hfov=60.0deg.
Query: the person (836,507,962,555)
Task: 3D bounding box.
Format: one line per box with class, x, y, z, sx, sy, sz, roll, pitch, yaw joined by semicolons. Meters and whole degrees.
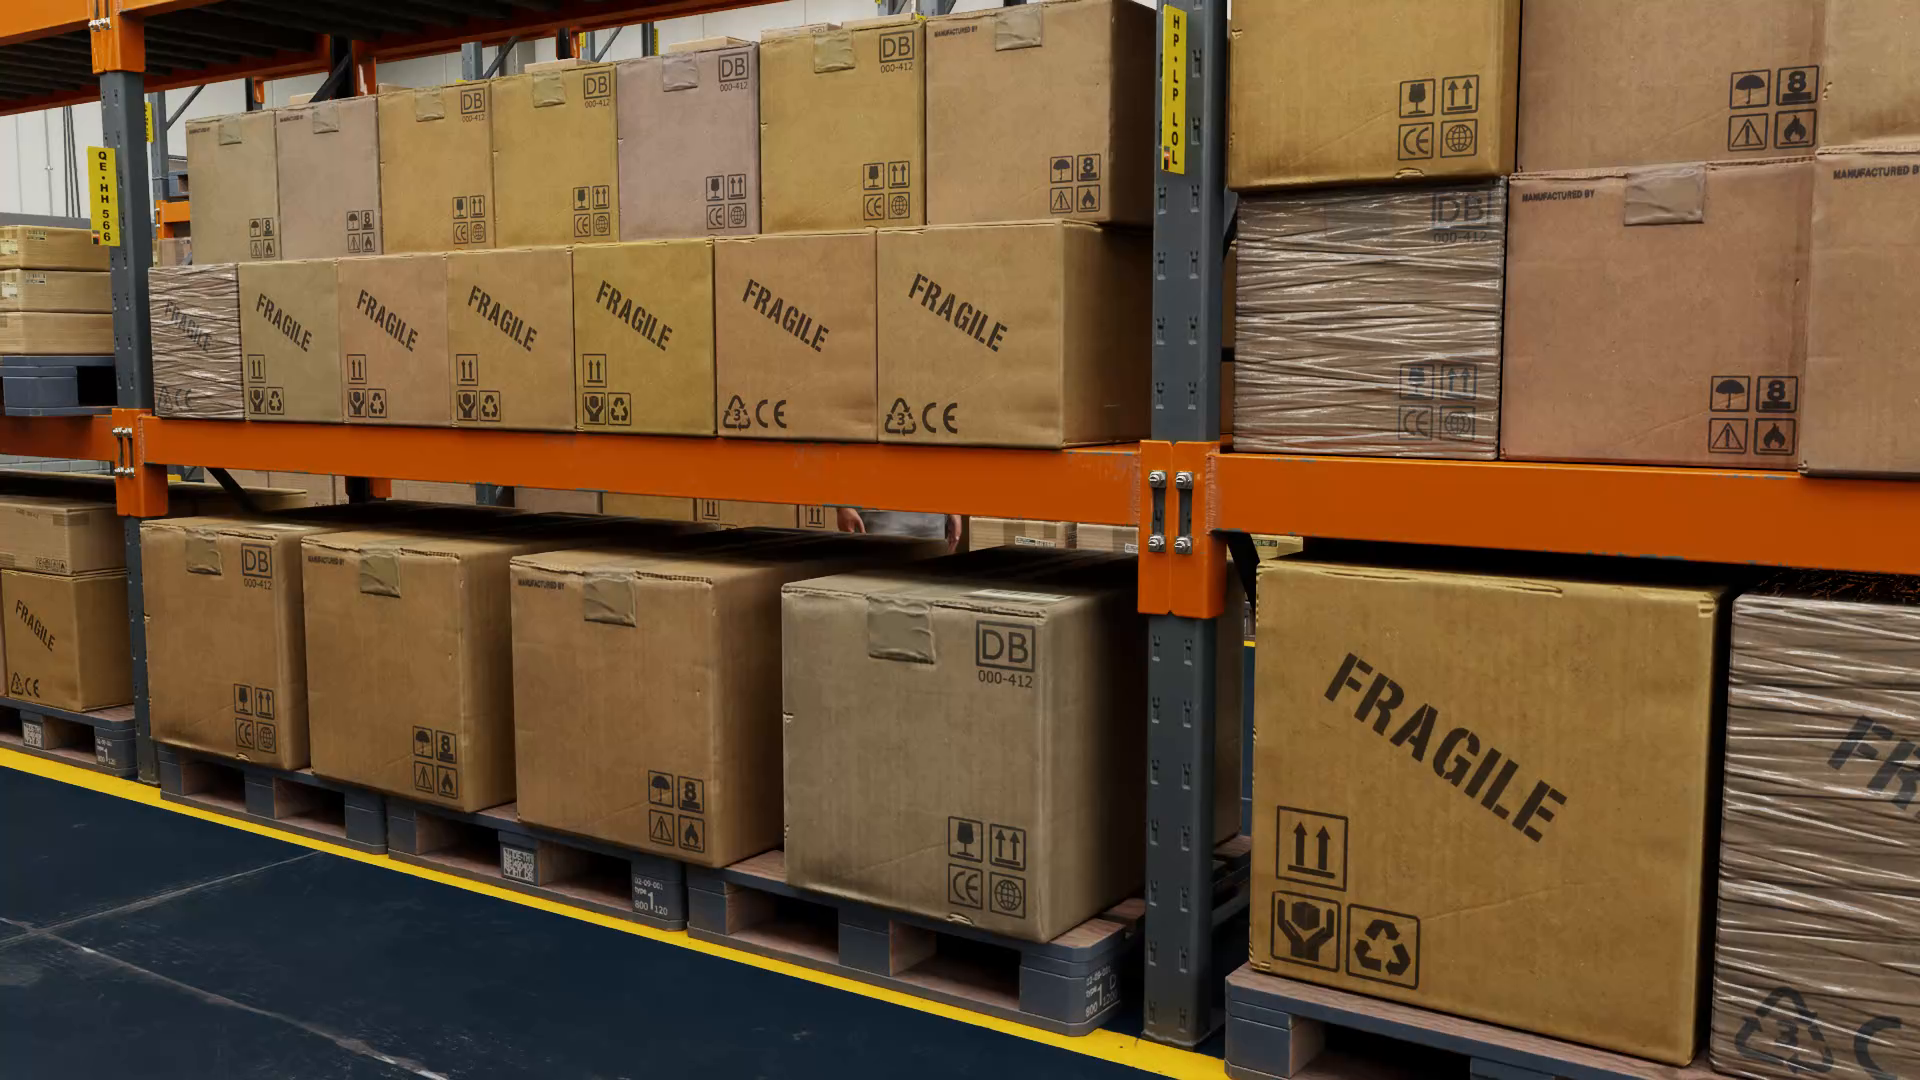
person;-0.200;-0.095;6.383;0.641;1.781;0.573;-6;9;-44
